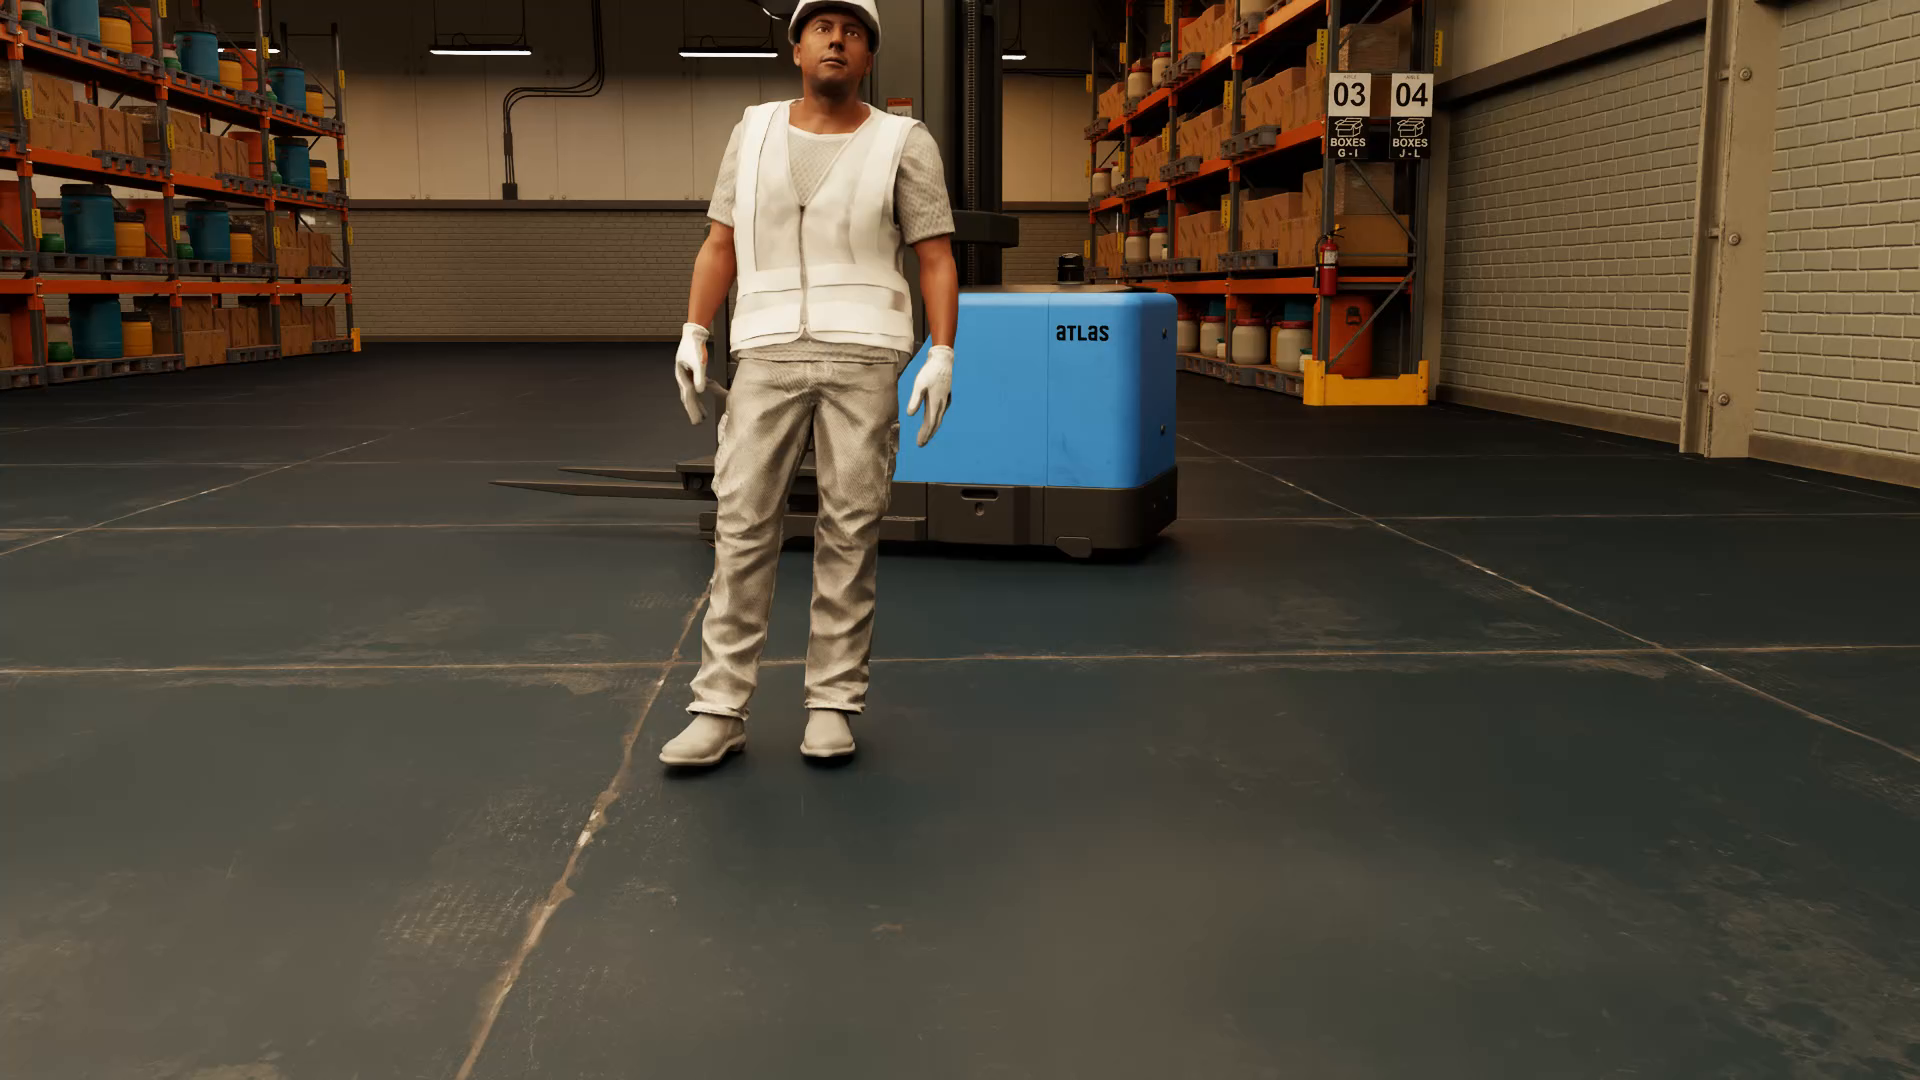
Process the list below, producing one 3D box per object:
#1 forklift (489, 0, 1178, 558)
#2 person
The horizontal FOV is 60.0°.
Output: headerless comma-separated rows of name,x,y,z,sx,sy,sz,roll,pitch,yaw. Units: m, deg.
forklift,-0.603,-1.476,7.273,3.031,2.935,1.130,3,9,16
person,-0.342,-0.390,3.818,0.656,1.784,0.575,1,9,7
